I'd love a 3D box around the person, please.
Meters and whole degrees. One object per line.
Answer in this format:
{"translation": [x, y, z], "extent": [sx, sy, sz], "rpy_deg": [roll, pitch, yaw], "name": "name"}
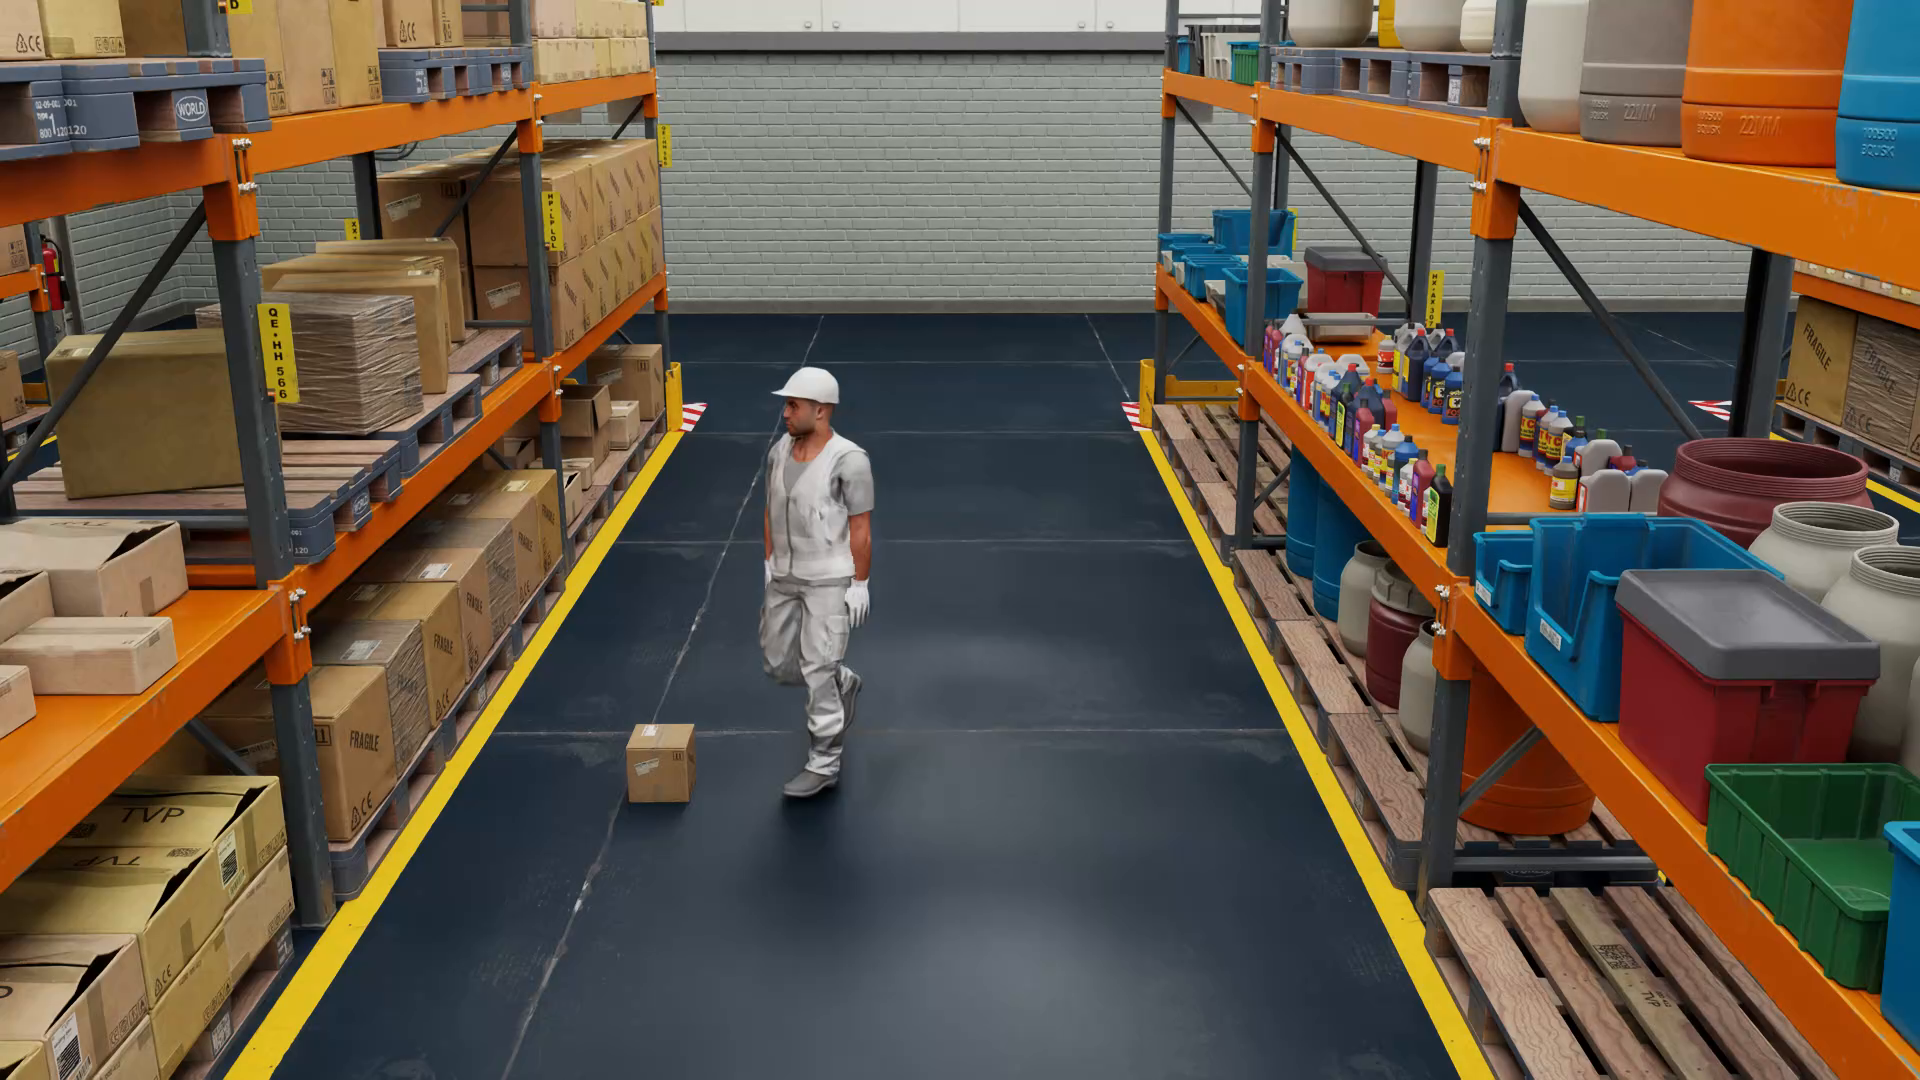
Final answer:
{"translation": [-0.597, 0.152, 6.979], "extent": [0.541, 1.773, 0.709], "rpy_deg": [11, 20, 33], "name": "person"}
